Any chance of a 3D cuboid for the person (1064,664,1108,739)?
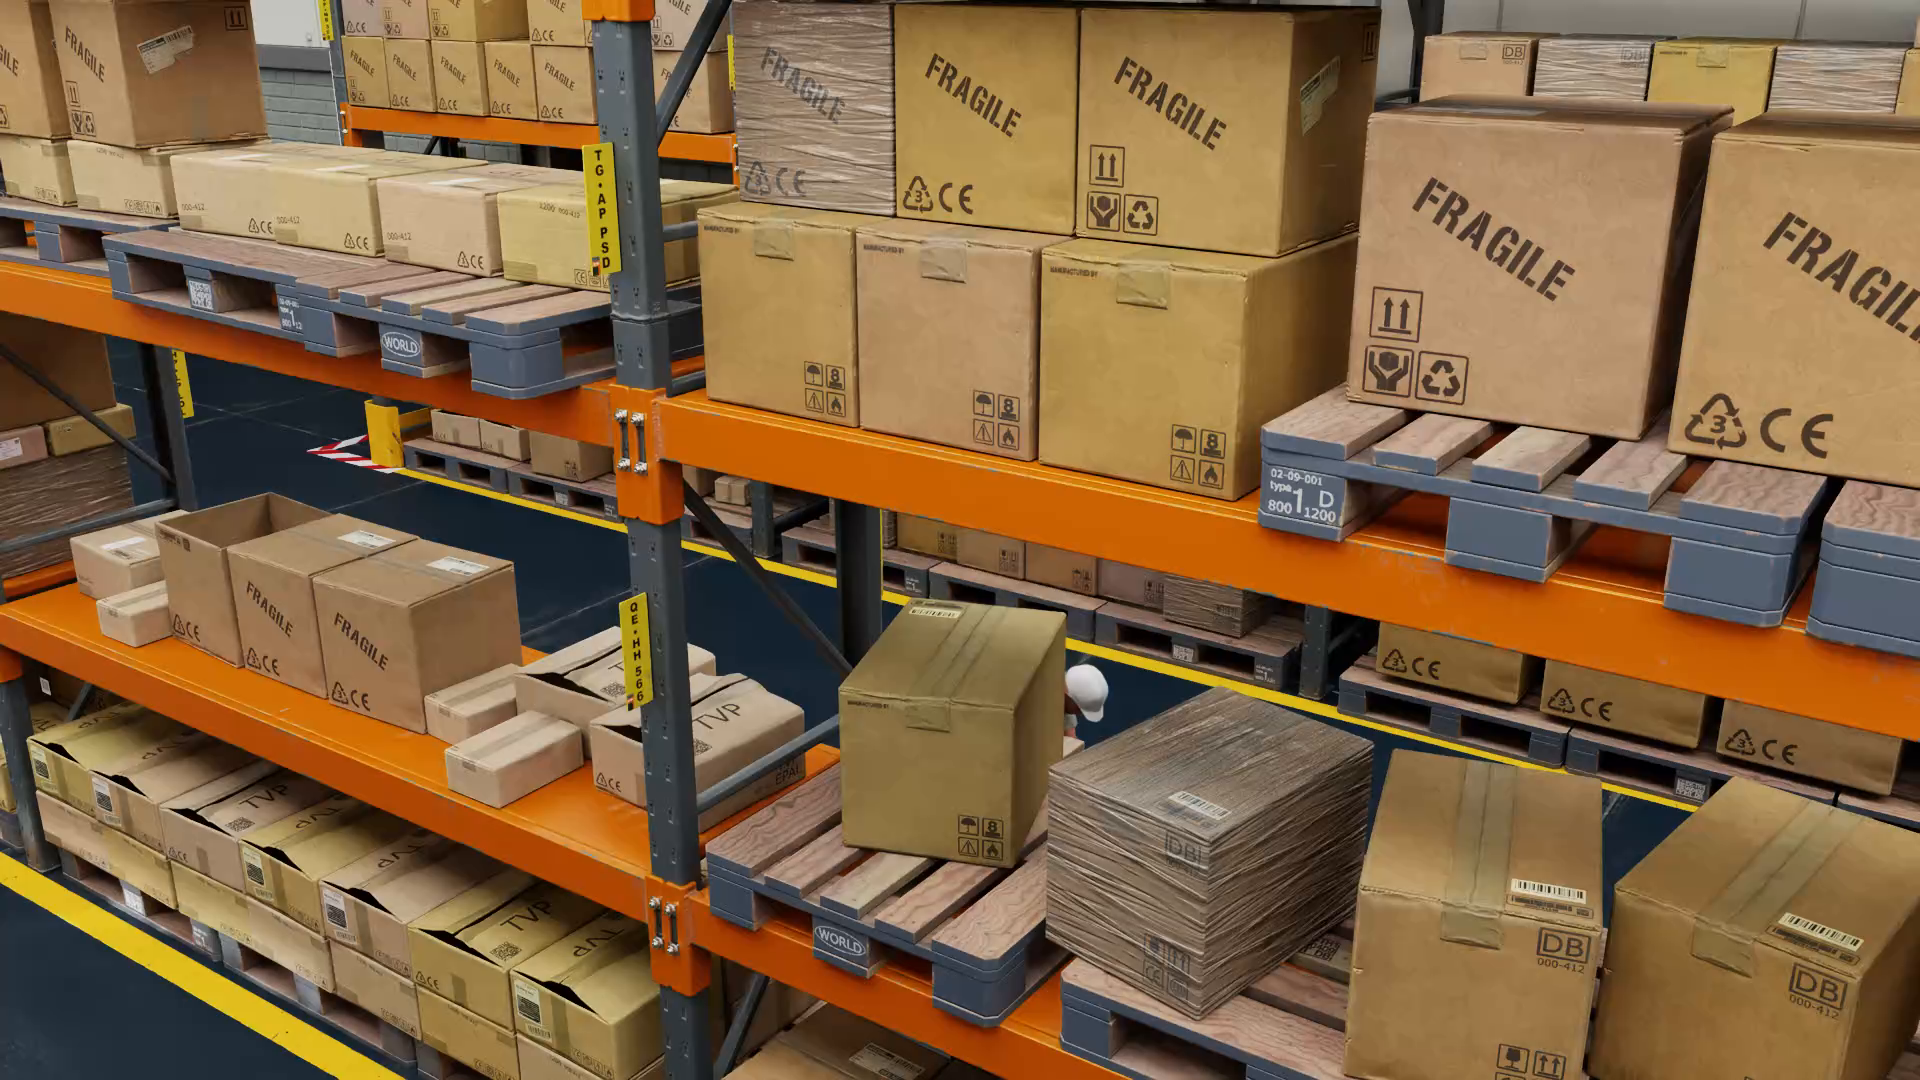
[{"bbox_3d":[0.271,0.947,8.022,0.923,0.877,0.547,13,23,32],"label":"person"}]
